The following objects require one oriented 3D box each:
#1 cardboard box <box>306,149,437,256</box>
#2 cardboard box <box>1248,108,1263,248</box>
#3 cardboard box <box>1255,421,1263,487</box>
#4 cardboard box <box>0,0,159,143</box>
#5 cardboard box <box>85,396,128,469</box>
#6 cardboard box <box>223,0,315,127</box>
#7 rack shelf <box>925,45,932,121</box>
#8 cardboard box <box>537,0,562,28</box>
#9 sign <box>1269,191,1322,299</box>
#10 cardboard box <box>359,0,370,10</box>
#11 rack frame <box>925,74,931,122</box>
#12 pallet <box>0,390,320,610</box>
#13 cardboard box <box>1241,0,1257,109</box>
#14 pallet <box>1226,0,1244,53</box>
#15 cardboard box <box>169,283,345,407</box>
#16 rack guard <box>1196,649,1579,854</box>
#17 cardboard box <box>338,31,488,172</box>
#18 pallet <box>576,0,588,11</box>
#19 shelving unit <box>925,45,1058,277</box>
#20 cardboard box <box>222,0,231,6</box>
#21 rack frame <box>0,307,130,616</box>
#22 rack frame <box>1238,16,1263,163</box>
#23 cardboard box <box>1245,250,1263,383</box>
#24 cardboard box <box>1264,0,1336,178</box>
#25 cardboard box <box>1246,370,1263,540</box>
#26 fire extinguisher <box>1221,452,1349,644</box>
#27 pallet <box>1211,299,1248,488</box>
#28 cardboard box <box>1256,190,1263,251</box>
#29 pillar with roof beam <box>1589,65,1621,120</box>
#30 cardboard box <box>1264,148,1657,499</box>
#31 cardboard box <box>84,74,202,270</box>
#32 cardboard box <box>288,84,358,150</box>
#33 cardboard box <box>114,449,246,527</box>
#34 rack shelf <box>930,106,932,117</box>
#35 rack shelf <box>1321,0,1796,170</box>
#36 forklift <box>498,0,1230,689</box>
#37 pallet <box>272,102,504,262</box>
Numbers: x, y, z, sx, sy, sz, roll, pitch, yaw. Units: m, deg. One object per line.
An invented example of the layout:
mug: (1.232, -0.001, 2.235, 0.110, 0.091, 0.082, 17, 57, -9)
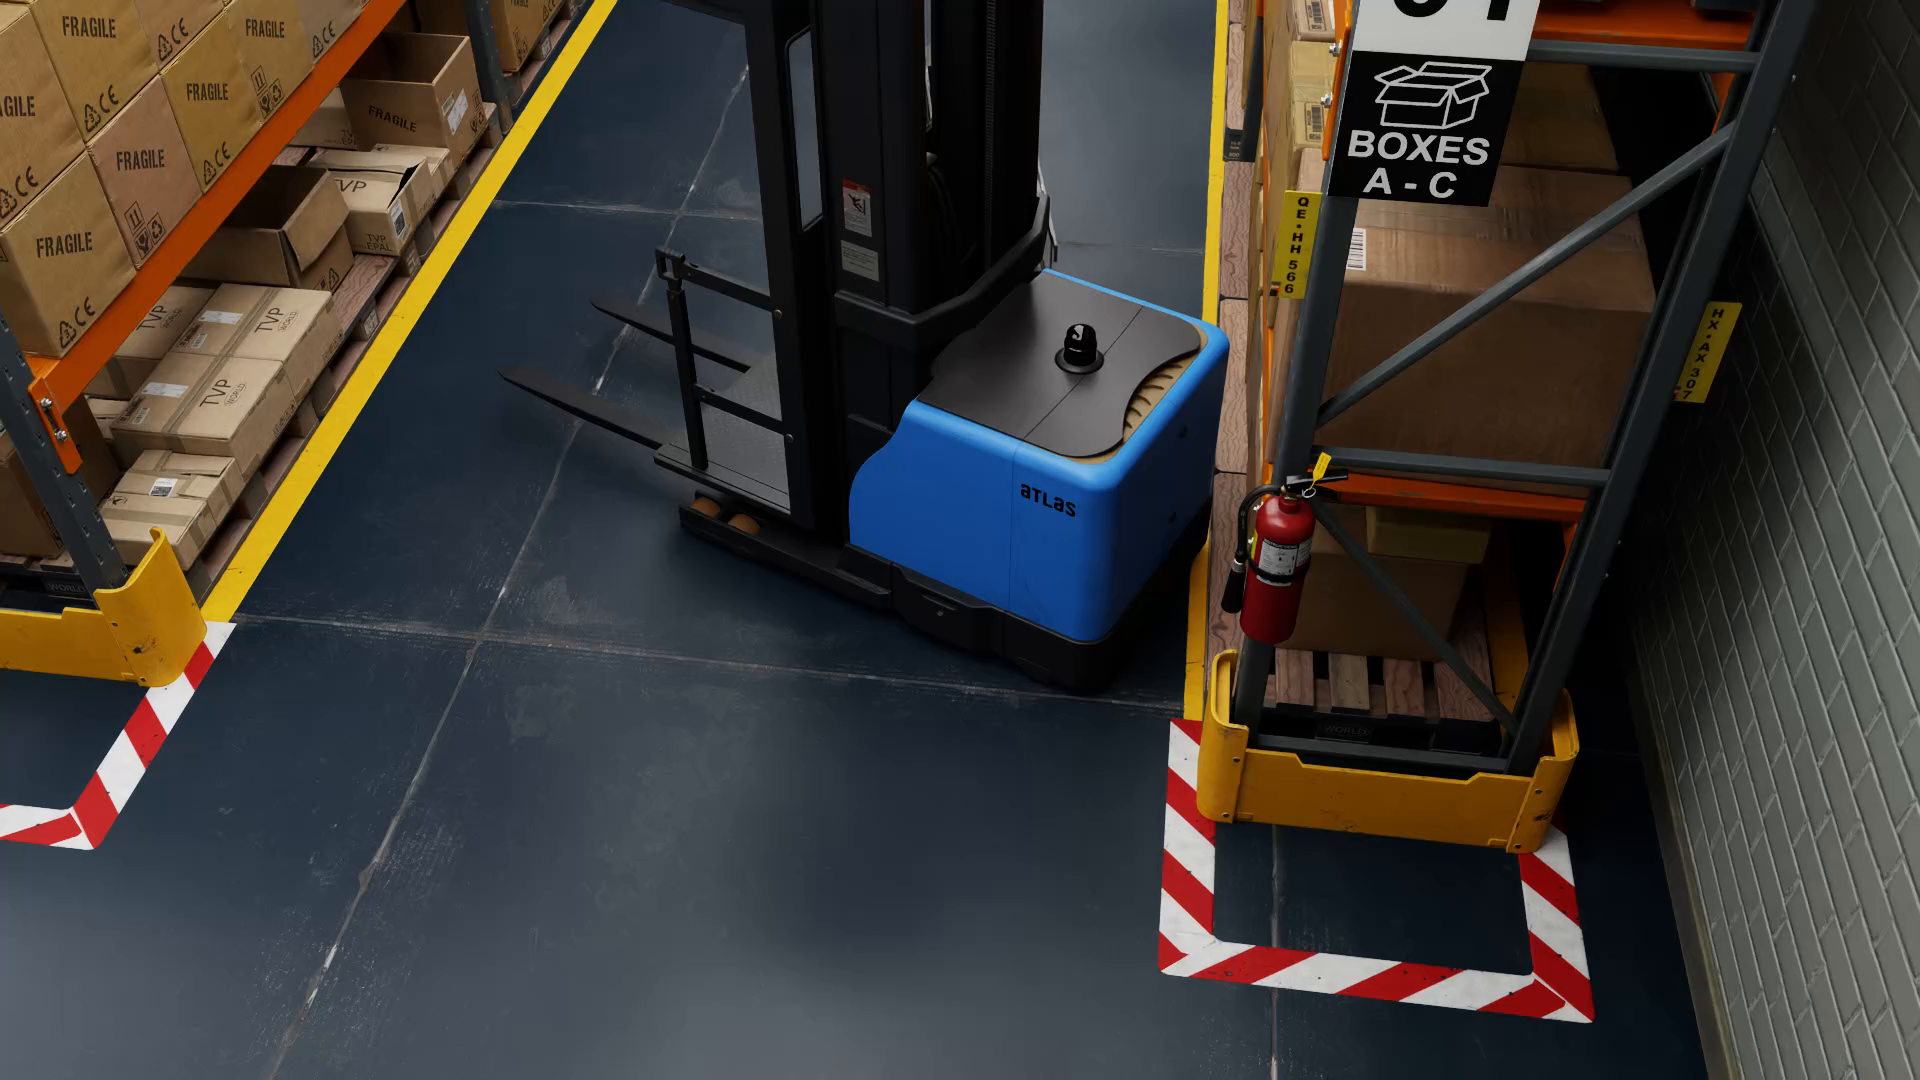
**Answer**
cardboard box: (-2.856, -1.639, 7.935, 0.500, 0.311, 0.500, 5, 44, 6)
cardboard box: (1.748, -1.677, 7.853, 0.700, 0.500, 0.500, 6, 44, 6)
cardboard box: (1.249, -0.278, 5.902, 0.380, 0.149, 0.250, 5, 44, 5)
cardboard box: (-3.109, -1.689, 5.553, 0.500, 0.500, 0.500, 6, 44, 6)
cardboard box: (-3.521, -0.446, 6.781, 0.380, 0.166, 0.250, 5, 44, 6)
cardboard box: (-2.971, -2.004, 6.612, 0.500, 0.500, 0.500, 6, 44, 6)
rack shelf: (0.052, -2.361, 8.887, 0.480, 0.431, 0.518, -3, 44, -3)
cardboard box: (-2.597, -3.305, 9.557, 0.500, 0.500, 0.500, 6, 44, 6)
sign: (0.884, -0.772, 4.369, 0.100, 0.325, 0.005, 5, 44, 6)
cardboard box: (-2.841, -2.702, 7.349, 0.500, 0.500, 0.500, 6, 44, 7)
rack frame: (-0.136, -1.877, 8.376, 0.015, 0.400, 2.100, -3, 44, -3)
pallet: (-3.377, -0.237, 6.847, 1.003, 0.211, 1.213, 5, 44, 6)
cardboard box: (1.906, -2.760, 8.741, 0.750, 0.750, 0.750, 6, 44, 6)
pallet: (2.135, -3.287, 10.068, 1.003, 0.211, 1.213, 5, 44, 6)
cardboard box: (-3.006, -0.842, 7.138, 0.500, 0.250, 0.500, 5, 44, 6)
rack guard: (1.416, 0.717, 5.629, 1.175, 0.500, 0.348, 5, 44, 6)
cardboard box: (-2.756, -2.219, 8.410, 0.500, 0.500, 0.500, 5, 44, 6)
pallet: (-2.733, -3.760, 10.567, 1.003, 0.211, 1.213, 5, 44, 6)
shelving unit: (0.107, -1.890, 8.390, 0.503, 0.431, 2.100, -3, 44, -3)
cardboard box: (-2.972, -2.376, 6.278, 0.500, 0.500, 0.500, 5, 44, 5)
rack frame: (-3.491, -0.655, 5.260, 1.000, 3.000, 0.127, 5, 44, 6)
rack frame: (1.948, -2.933, 7.666, 1.000, 3.000, 0.127, 5, 44, 6)
cardboard box: (1.608, -0.986, 7.122, 0.700, 0.500, 0.500, 6, 44, 6)
cardboard box: (1.672, -1.680, 6.124, 0.980, 0.700, 0.700, 3, 44, 3)
cardboard box: (1.479, -0.279, 6.376, 0.700, 0.500, 0.500, 5, 44, 5)
fire extinguisher: (0.942, 0.017, 4.877, 0.296, 0.674, 0.183, 5, 44, 6)
pallet: (1.612, -0.575, 7.204, 1.003, 0.211, 1.213, 5, 44, 6)
cardboard box: (1.453, -1.340, 7.025, 0.380, 0.149, 0.250, 4, 44, 4)
pillar with roof beam: (-1.554, -4.947, 5.430, 9.100, 9.000, 0.400, 5, 44, 6)
cardboard box: (1.477, -0.664, 5.052, 0.980, 0.700, 0.700, 7, 44, 7)
cardboard box: (-3.108, -1.321, 5.891, 0.500, 0.500, 0.500, 5, 44, 5)
cardboard box: (-3.232, -2.298, 8.631, 0.500, 0.311, 0.500, 5, 44, 6)
cardboard box: (-3.062, -0.210, 6.531, 0.380, 0.166, 0.250, 5, 44, 6)
rack shelf: (0.108, -1.881, 8.380, 0.480, 0.431, 0.518, -3, 44, -3)
rack shelf: (1.684, -2.398, 5.442, 1.077, 0.370, 4.000, 5, 44, 6)
forklift: (-0.536, -1.288, 5.979, 3.031, 2.935, 1.130, 23, 48, 22)
pallet: (-3.054, -1.900, 8.603, 1.003, 0.211, 1.213, 5, 44, 6)
